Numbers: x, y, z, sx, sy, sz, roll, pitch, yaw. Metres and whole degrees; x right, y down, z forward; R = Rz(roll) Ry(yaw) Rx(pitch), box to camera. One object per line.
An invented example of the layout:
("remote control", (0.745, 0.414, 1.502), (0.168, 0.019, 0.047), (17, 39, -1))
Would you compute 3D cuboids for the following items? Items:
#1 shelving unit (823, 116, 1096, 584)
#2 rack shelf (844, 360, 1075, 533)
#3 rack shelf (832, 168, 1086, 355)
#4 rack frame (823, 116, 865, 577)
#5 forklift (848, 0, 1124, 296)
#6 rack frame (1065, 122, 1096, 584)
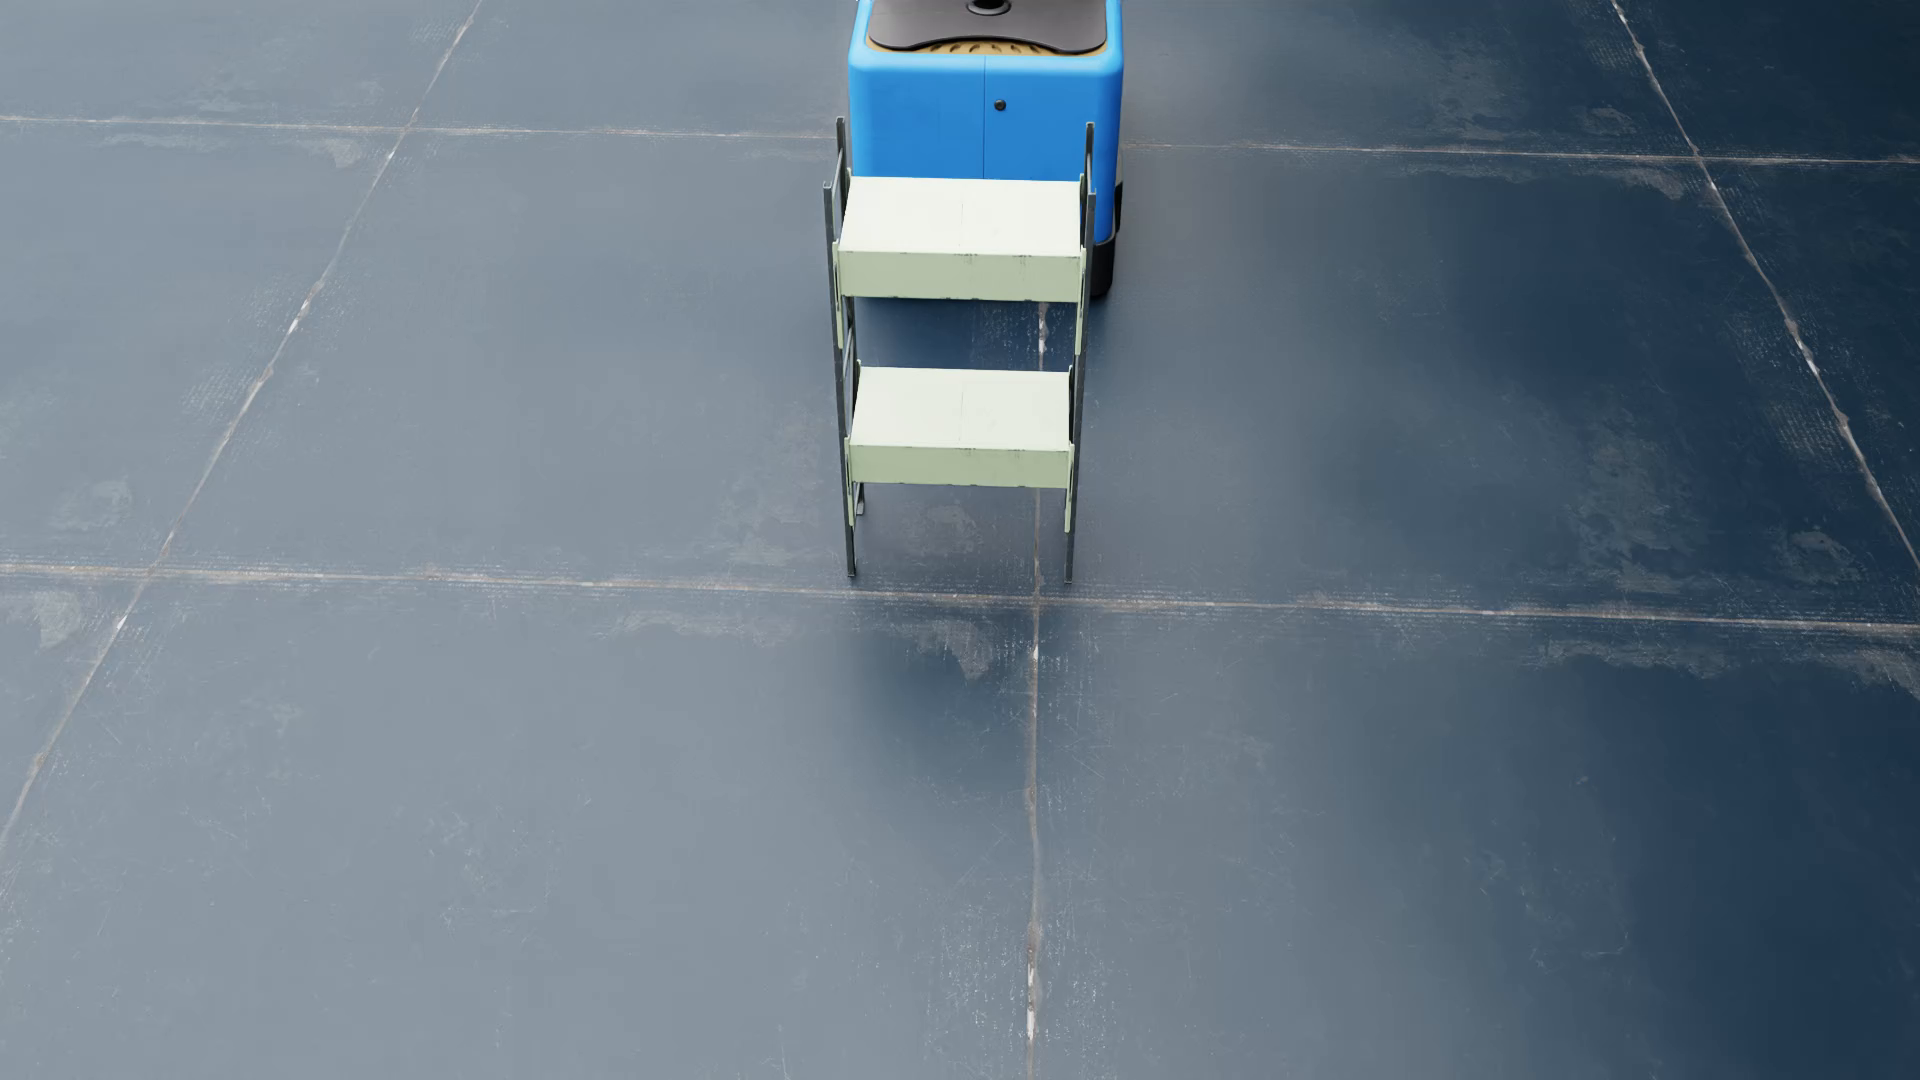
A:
("shelving unit", (0.007, -0.549, 5.239), (0.755, 1.500, 0.431), (2, 43, 2))
("rack shelf", (0.007, -0.310, 5.461), (0.720, 0.370, 0.431), (2, 43, 2))
("rack shelf", (0.007, -0.834, 4.973), (0.720, 0.370, 0.431), (2, 43, 2))
("rack frame", (-0.359, -0.560, 5.251), (0.023, 1.500, 0.400), (2, 43, 2))
("forklift", (0.162, -3.044, 6.867), (1.130, 2.935, 3.031), (2, 43, 2))
("rack frame", (0.372, -0.537, 5.227), (0.023, 1.500, 0.400), (2, 43, 2))
